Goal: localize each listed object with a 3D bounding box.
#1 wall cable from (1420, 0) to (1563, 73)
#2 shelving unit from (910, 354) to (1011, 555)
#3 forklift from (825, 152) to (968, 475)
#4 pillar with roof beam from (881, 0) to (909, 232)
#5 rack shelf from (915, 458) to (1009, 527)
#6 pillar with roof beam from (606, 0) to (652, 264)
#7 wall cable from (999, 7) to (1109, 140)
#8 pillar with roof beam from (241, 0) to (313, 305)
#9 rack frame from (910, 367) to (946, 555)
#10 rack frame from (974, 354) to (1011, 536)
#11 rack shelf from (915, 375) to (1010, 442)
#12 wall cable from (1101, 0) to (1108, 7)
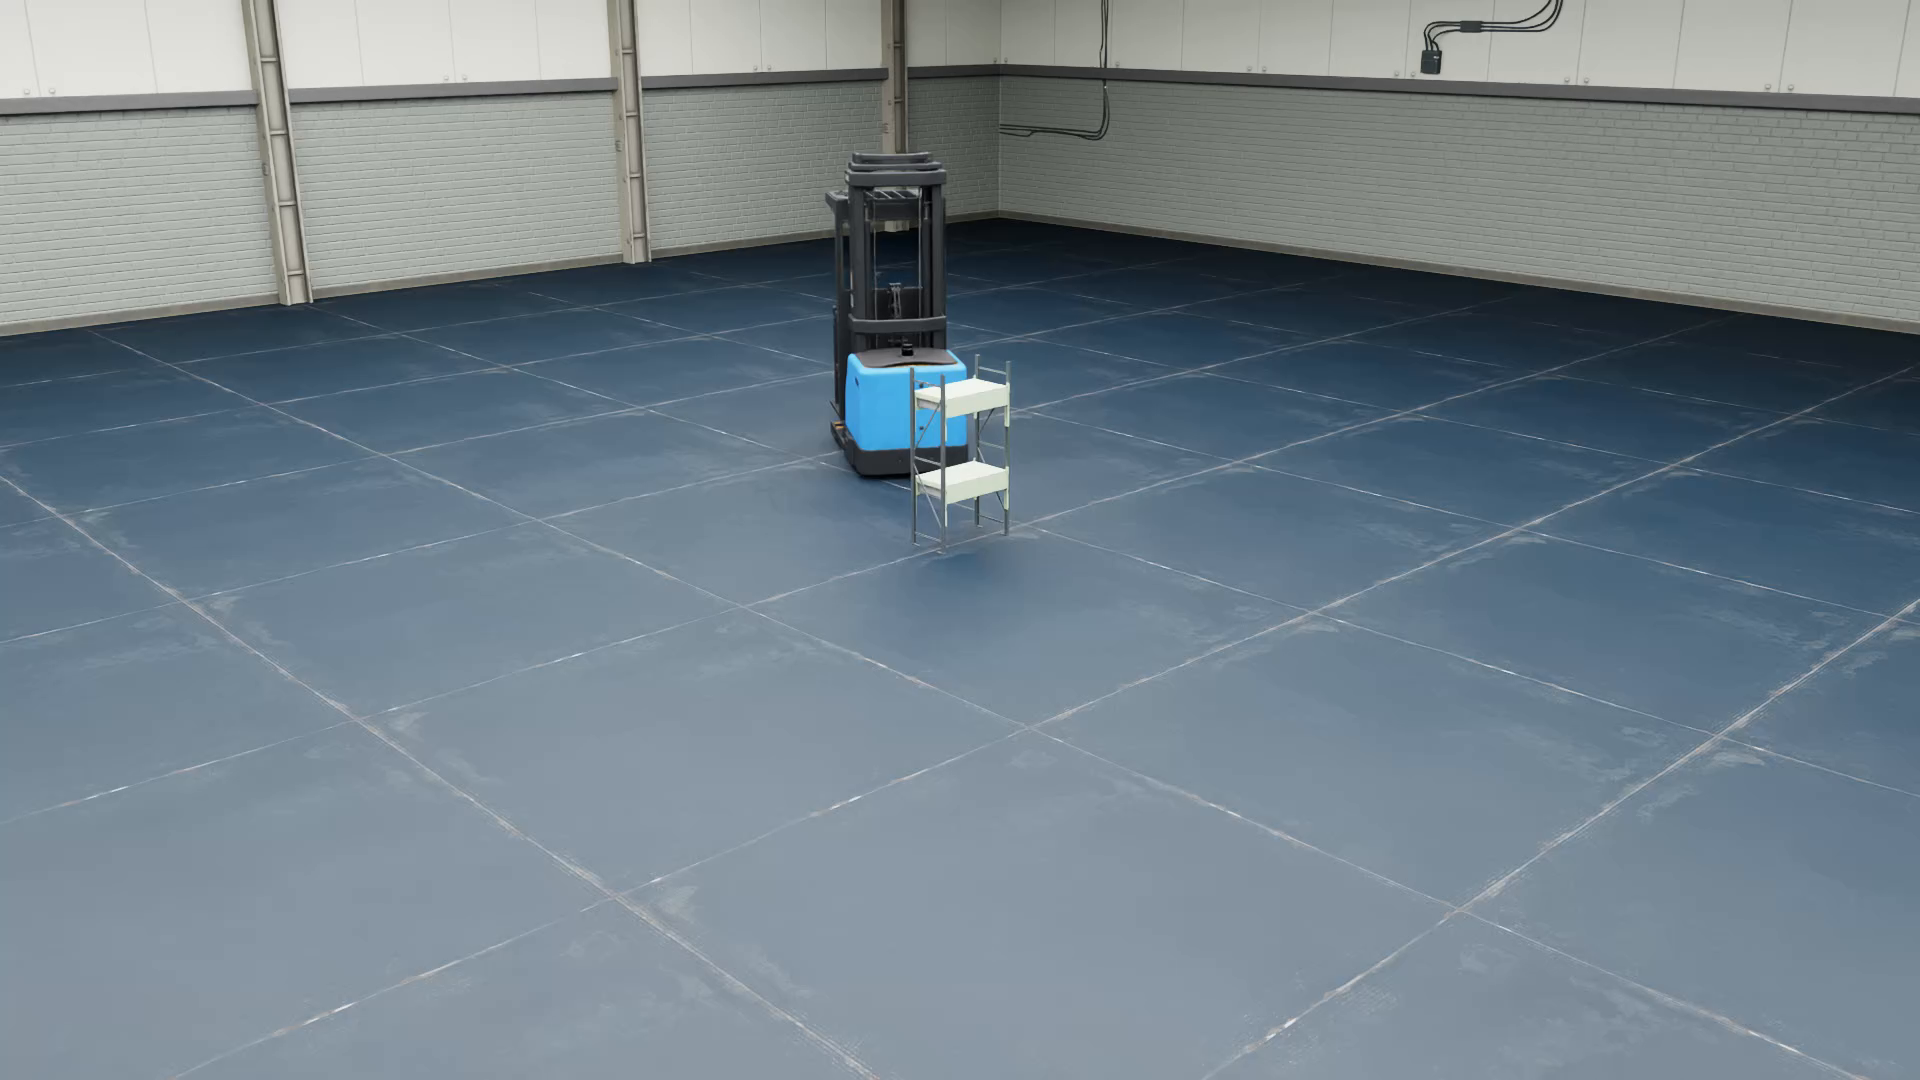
[{"bbox_3d":[8.306,-10.207,25.360,0.169,6.003,2.305,-16,24,-41],"label":"wall cable"},{"bbox_3d":[0.005,-0.715,13.758,0.755,1.500,0.431,-16,24,-41],"label":"shelving unit"},{"bbox_3d":[-0.729,-2.418,16.689,1.130,2.935,3.031,-4,18,-11],"label":"forklift"},{"bbox_3d":[1.704,-9.427,28.470,0.400,9.000,9.100,-16,24,-41],"label":"pillar with roof beam"},{"bbox_3d":[0.005,-0.405,13.858,0.720,0.370,0.431,-16,24,-41],"label":"rack shelf"},{"bbox_3d":[-2.656,-8.156,24.549,0.400,9.000,9.100,-16,24,-41],"label":"pillar with roof beam"},{"bbox_3d":[1.795,-9.243,32.936,0.112,2.526,3.097,-16,24,-41],"label":"wall cable"},{"bbox_3d":[-7.016,-6.884,20.628,0.400,9.000,9.100,-16,24,-41],"label":"pillar with roof beam"},{"bbox_3d":[-0.261,-0.637,13.519,0.023,1.500,0.400,-16,24,-41],"label":"rack frame"},{"bbox_3d":[0.271,-0.792,13.997,0.023,1.500,0.400,-16,24,-41],"label":"rack frame"},{"bbox_3d":[0.005,-1.086,13.637,0.720,0.370,0.431,-16,24,-41],"label":"rack shelf"},{"bbox_3d":[3.654,-11.039,30.287,0.112,2.526,3.097,-16,24,-41],"label":"wall cable"}]
